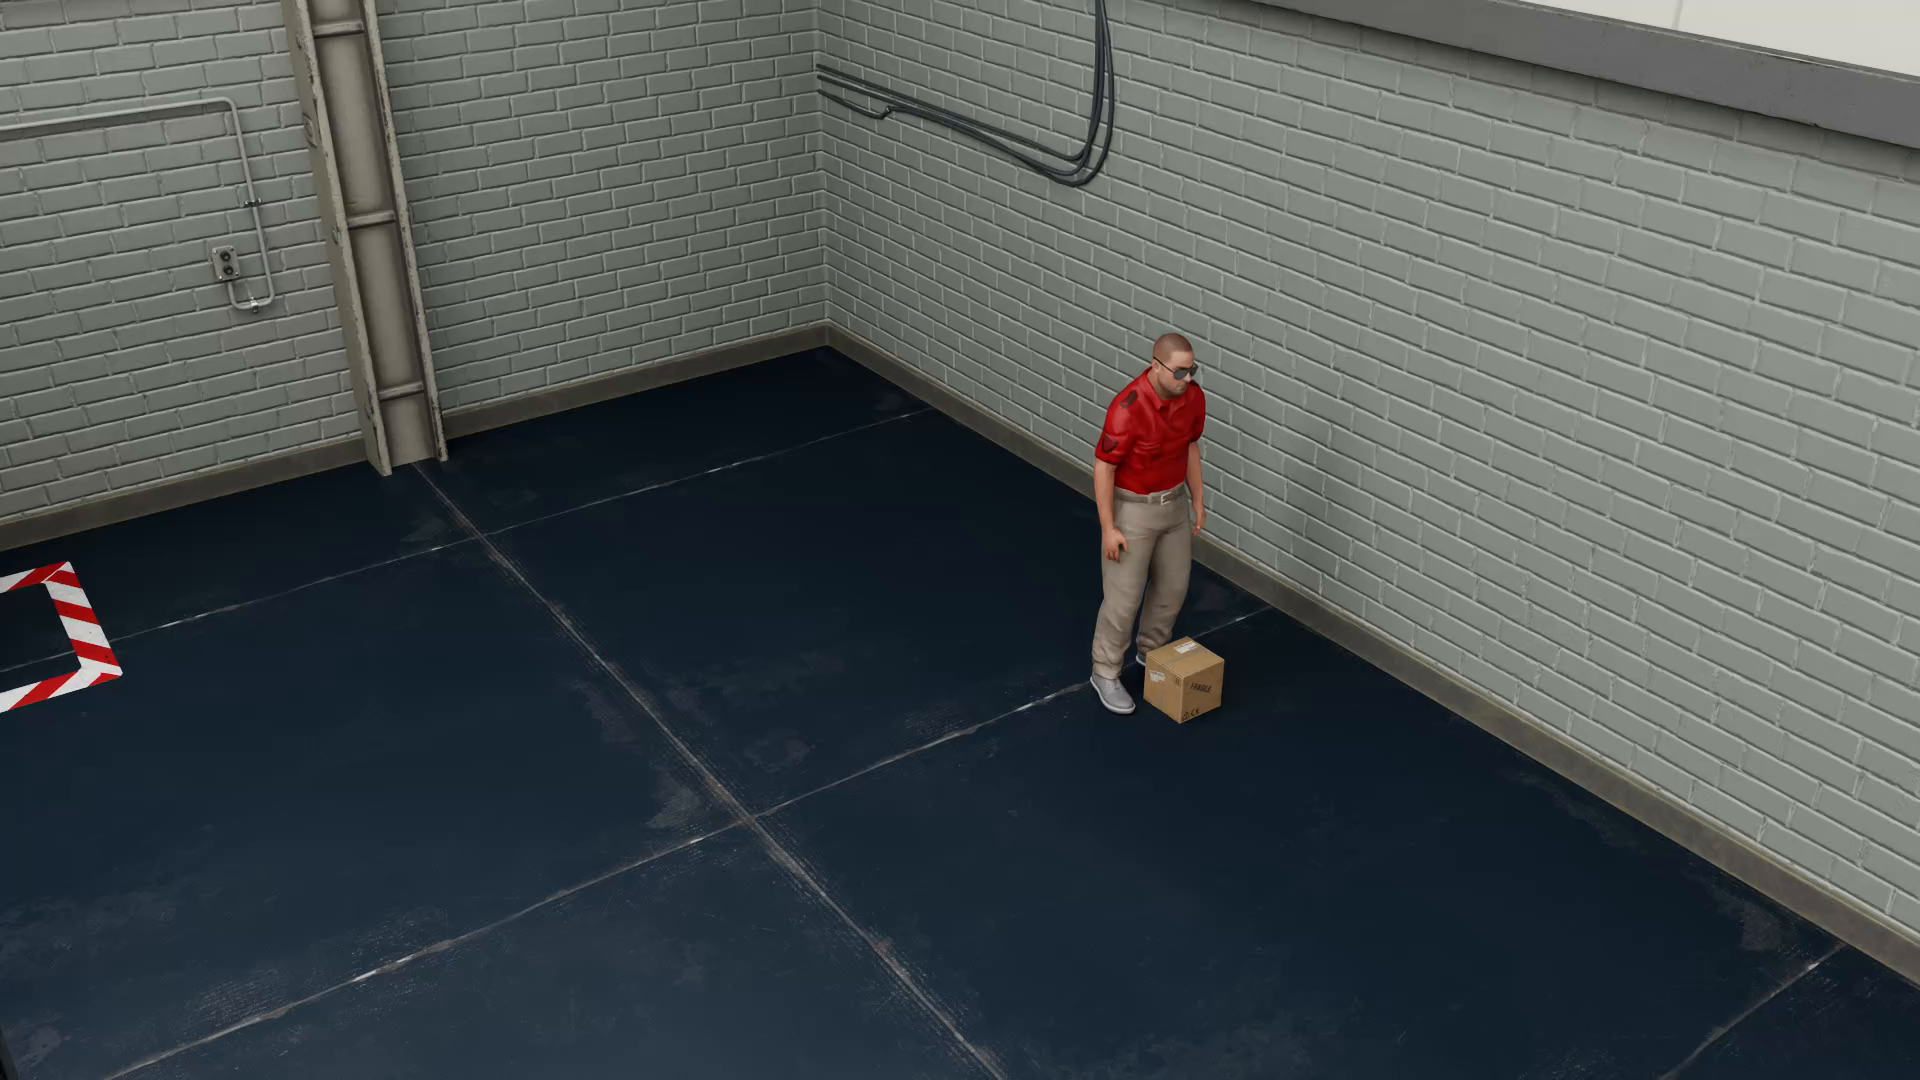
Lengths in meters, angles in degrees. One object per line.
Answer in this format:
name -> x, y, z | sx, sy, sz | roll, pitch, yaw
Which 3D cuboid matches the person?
person -> 0.844, -0.107, 7.334 | 0.586, 1.727, 0.393 | -18, 33, -30
